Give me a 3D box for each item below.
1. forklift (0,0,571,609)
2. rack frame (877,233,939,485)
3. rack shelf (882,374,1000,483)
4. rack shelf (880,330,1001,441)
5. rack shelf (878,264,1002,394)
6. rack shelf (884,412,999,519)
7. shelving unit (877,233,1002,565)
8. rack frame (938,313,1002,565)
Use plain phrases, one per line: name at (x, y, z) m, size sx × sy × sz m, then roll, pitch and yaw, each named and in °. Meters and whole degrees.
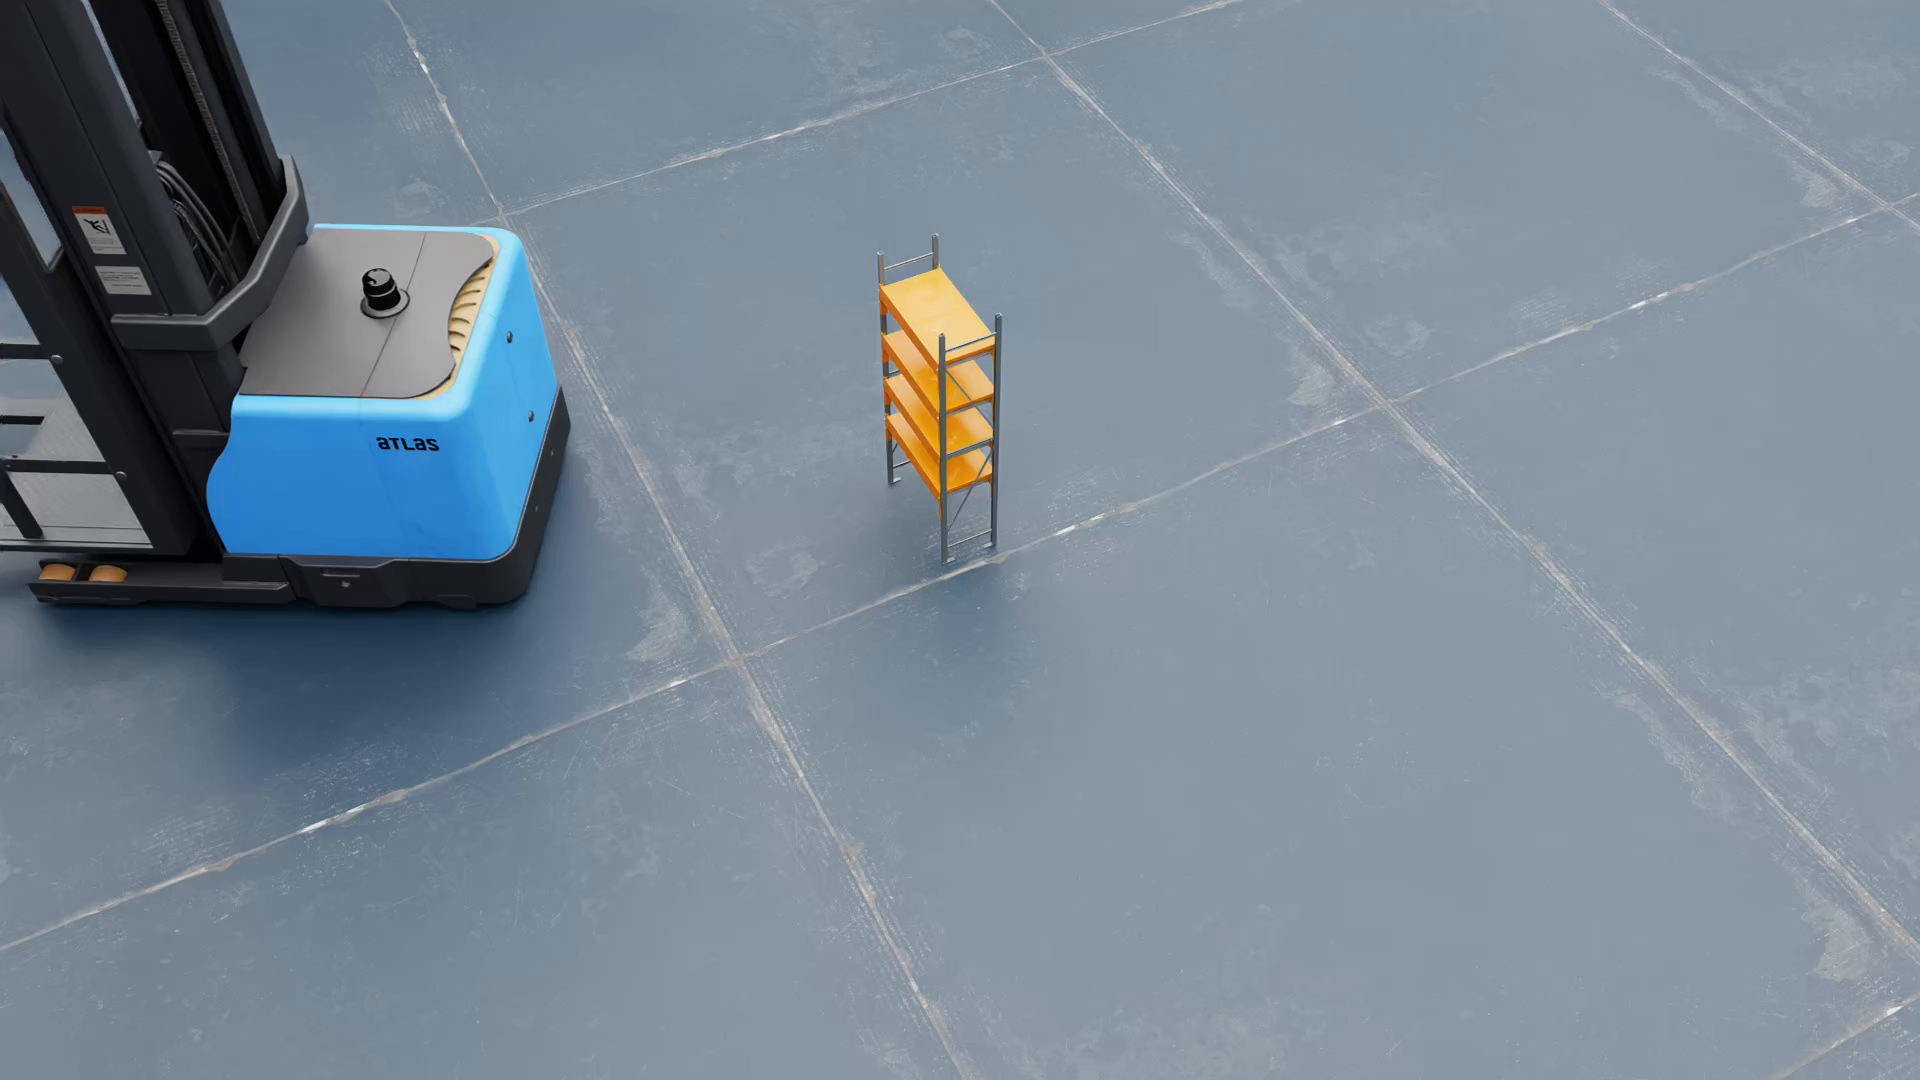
forklift at (-3.158, -1.110, 5.666) m, size 3.031 × 2.935 × 1.130 m, roll 2°, pitch 49°, yaw 1°
rack frame at (-0.187, -0.669, 6.431) m, size 0.240 × 1.200 × 0.015 m, roll -21°, pitch 52°, yaw -18°
rack shelf at (-0.076, -0.461, 6.339) m, size 0.258 × 0.148 × 0.480 m, roll -21°, pitch 52°, yaw -18°
rack shelf at (-0.076, -0.609, 6.170) m, size 0.258 × 0.148 × 0.480 m, roll -21°, pitch 52°, yaw -18°
rack shelf at (-0.076, -0.764, 5.992) m, size 0.258 × 0.148 × 0.480 m, roll -21°, pitch 52°, yaw -18°
rack shelf at (-0.076, -0.331, 6.488) m, size 0.258 × 0.148 × 0.480 m, roll -21°, pitch 52°, yaw -18°
shelving unit at (-0.076, -0.506, 6.288) m, size 0.258 × 1.200 × 0.503 m, roll -21°, pitch 52°, yaw -18°
rack frame at (0.036, -0.342, 6.145) m, size 0.240 × 1.200 × 0.015 m, roll -21°, pitch 52°, yaw -18°
